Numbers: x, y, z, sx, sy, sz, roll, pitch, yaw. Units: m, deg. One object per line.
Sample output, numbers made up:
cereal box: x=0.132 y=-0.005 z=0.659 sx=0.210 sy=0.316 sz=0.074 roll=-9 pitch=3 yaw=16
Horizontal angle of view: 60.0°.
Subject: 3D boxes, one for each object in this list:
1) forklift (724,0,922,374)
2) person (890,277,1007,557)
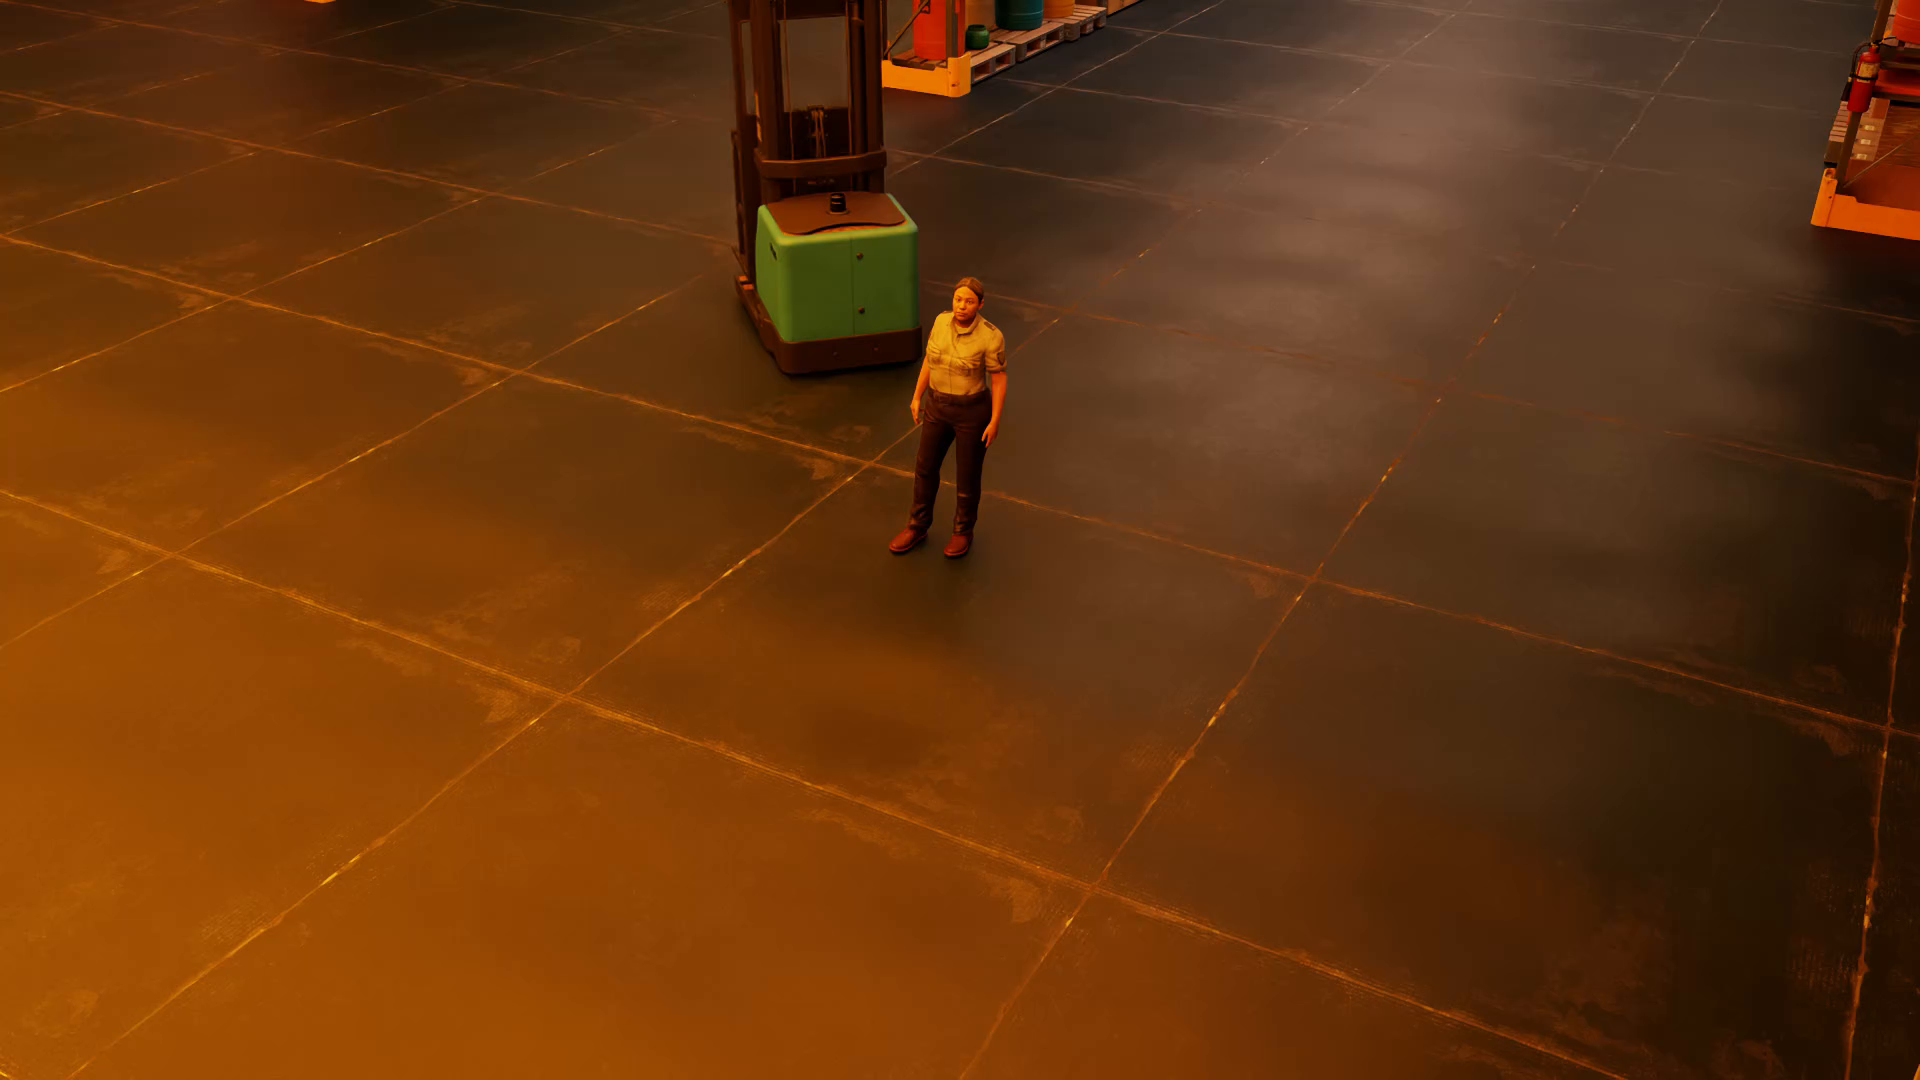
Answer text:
forklift: x=-1.184 y=-3.183 z=12.586 sx=1.130 sy=2.935 sz=3.031 roll=-8 pitch=31 yaw=-14
person: x=-0.063 y=-0.687 z=9.529 sx=0.598 sy=1.651 sz=0.503 roll=15 pitch=33 yaw=25
